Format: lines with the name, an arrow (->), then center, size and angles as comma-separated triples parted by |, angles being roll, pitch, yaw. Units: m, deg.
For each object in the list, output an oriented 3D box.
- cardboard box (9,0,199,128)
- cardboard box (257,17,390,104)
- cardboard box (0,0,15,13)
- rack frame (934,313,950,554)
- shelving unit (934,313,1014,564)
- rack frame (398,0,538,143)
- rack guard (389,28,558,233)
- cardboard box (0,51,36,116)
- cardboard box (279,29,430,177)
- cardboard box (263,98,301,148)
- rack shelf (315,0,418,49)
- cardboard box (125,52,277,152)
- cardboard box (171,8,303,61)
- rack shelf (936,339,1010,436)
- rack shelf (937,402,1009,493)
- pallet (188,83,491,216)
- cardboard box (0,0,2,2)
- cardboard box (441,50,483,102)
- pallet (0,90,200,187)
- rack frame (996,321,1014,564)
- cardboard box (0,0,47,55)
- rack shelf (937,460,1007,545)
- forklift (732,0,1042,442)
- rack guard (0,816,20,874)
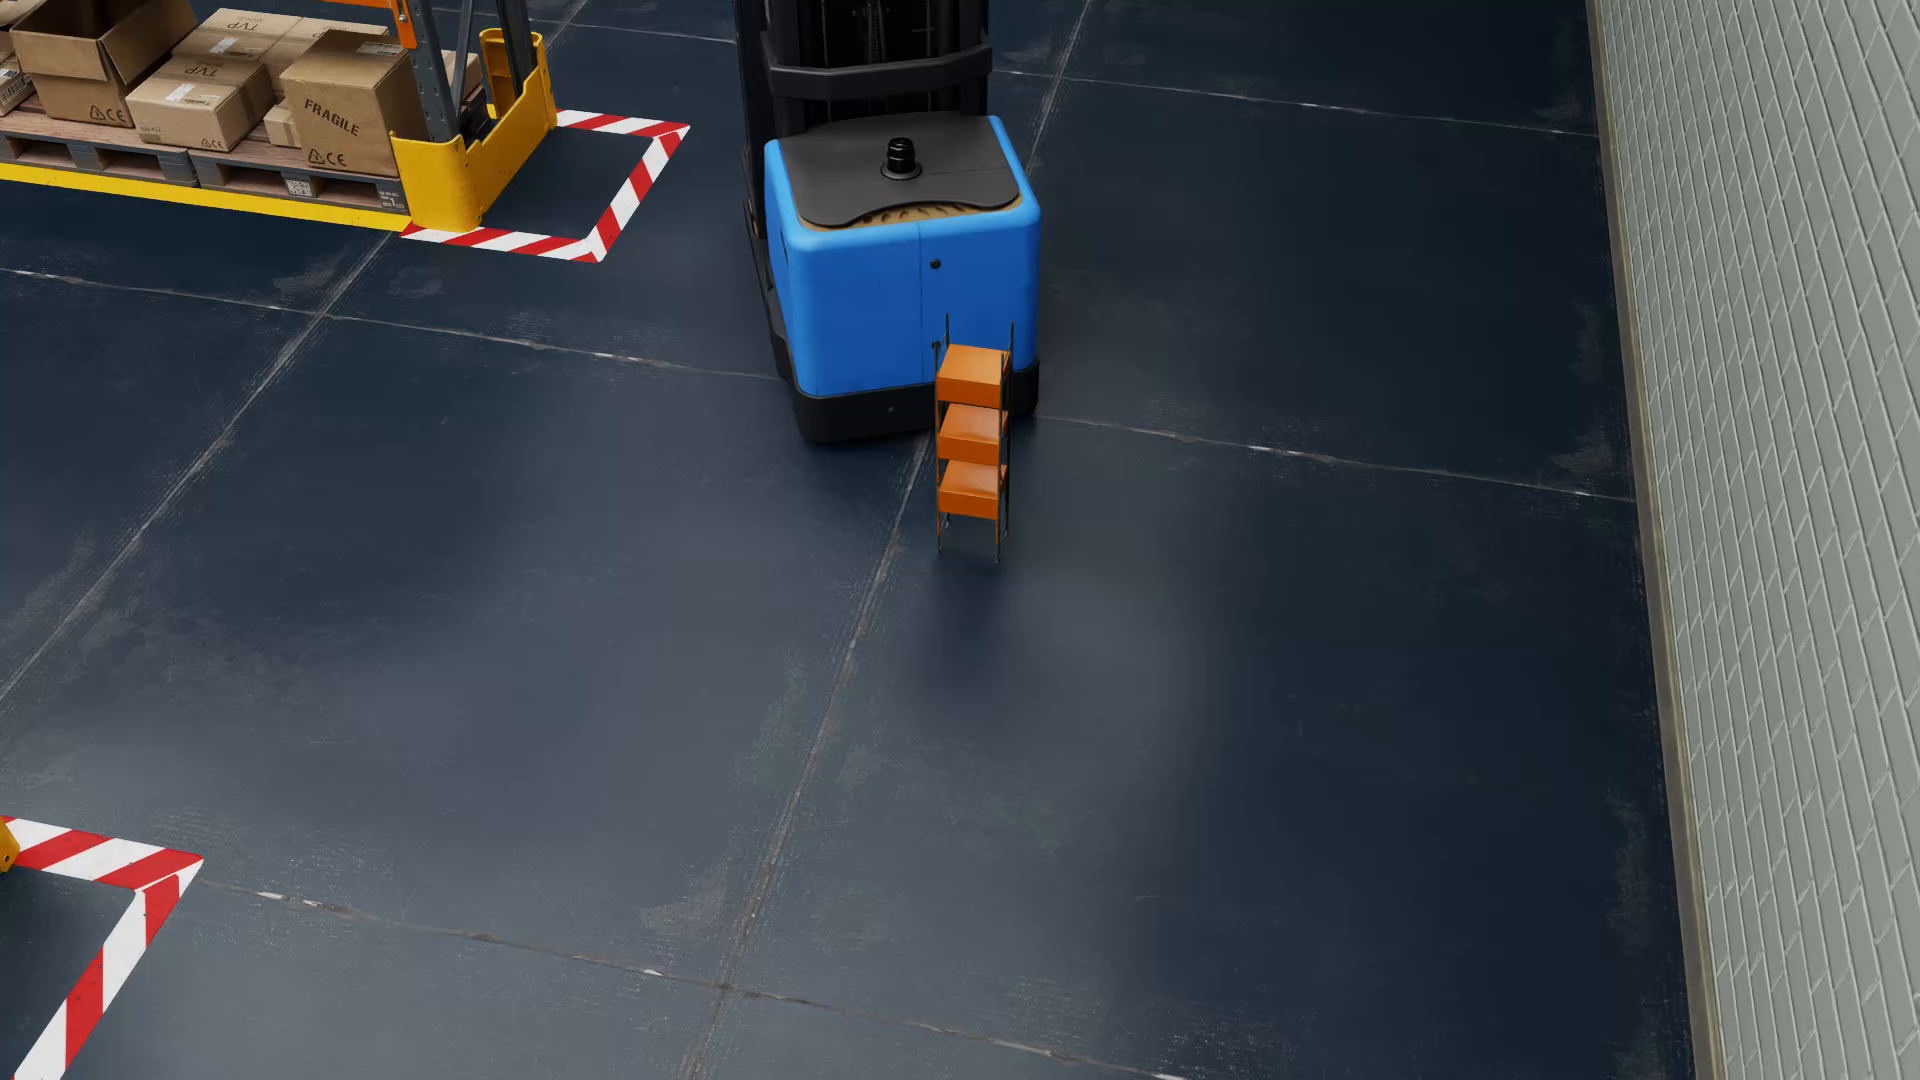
cardboard box -> -4.485, -2.608, 8.780 | 0.637, 0.503, 0.797 | 9, 45, 9
cardboard box -> -3.373, -2.542, 8.894 | 0.500, 0.250, 0.500 | 9, 45, 9
cardboard box -> -5.323, -2.851, 9.287 | 0.250, 0.149, 0.380 | 9, 45, 9
rack frame -> -0.067, -0.389, 6.397 | 0.008, 1.050, 0.200 | 9, 45, 9
shelving unit -> 0.052, -0.370, 6.377 | 0.252, 1.050, 0.215 | 9, 45, 9
rack frame -> -2.416, -3.024, 7.729 | 0.127, 3.000, 1.000 | 9, 45, 9
rack guard -> -2.491, -2.135, 8.608 | 0.348, 0.500, 1.175 | 9, 45, 9
cardboard box -> -5.111, -2.434, 8.841 | 0.250, 0.166, 0.380 | 9, 45, 9
cardboard box -> -3.001, -2.198, 8.356 | 0.500, 0.500, 0.500 | 9, 45, 9
cardboard box -> -3.376, -2.200, 8.598 | 0.250, 0.166, 0.380 | 9, 45, 9
rack shelf -> -4.368, -3.068, 8.293 | 4.000, 0.370, 1.077 | 9, 45, 9
cardboard box -> -3.921, -2.272, 8.613 | 0.500, 0.250, 0.500 | 9, 45, 9
cardboard box -> -3.861, -2.618, 8.972 | 0.500, 0.250, 0.500 | 9, 45, 9
rack shelf -> 0.052, -0.567, 6.188 | 0.240, 0.259, 0.215 | 9, 45, 9
rack shelf -> 0.052, -0.363, 6.385 | 0.240, 0.259, 0.215 | 9, 45, 9
pallet -> -3.269, -2.151, 8.833 | 1.213, 0.211, 1.003 | 9, 45, 9
cardboard box -> -5.702, -2.994, 9.183 | 0.500, 0.500, 0.500 | 9, 45, 9
cardboard box -> -2.750, -2.452, 8.873 | 0.250, 0.149, 0.380 | 9, 45, 9
pallet -> -4.456, -2.337, 9.026 | 1.213, 0.211, 1.003 | 9, 45, 9
rack frame -> 0.171, -0.352, 6.358 | 0.008, 1.050, 0.200 | 9, 45, 9
cardboard box -> -4.970, -2.812, 9.130 | 0.500, 0.311, 0.500 | 9, 45, 9
rack shelf -> 0.052, -0.162, 6.578 | 0.240, 0.259, 0.215 | 9, 45, 9
forklift -> -0.470, -2.509, 7.243 | 1.130, 2.935, 3.031 | -8, 45, -9
rack guard -> -3.475, 1.223, 5.119 | 0.348, 0.500, 1.175 | 9, 45, 9
